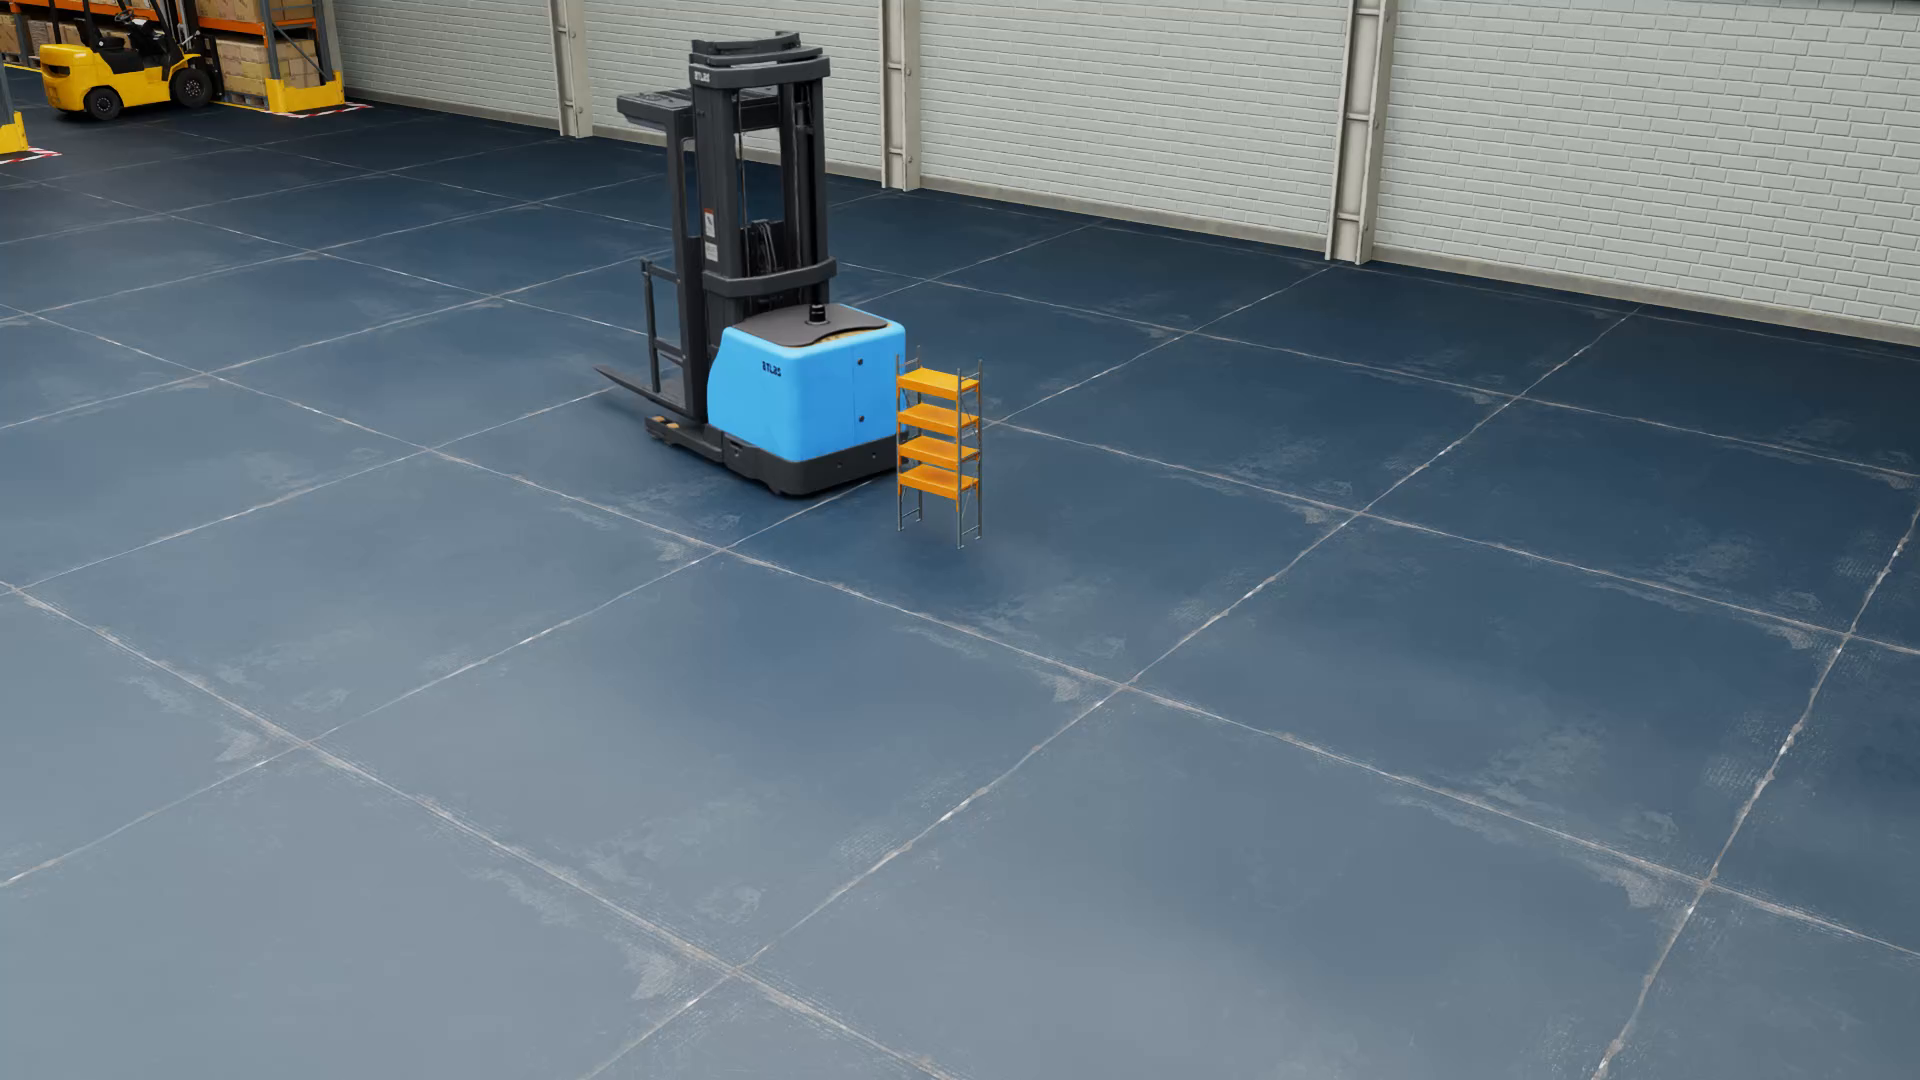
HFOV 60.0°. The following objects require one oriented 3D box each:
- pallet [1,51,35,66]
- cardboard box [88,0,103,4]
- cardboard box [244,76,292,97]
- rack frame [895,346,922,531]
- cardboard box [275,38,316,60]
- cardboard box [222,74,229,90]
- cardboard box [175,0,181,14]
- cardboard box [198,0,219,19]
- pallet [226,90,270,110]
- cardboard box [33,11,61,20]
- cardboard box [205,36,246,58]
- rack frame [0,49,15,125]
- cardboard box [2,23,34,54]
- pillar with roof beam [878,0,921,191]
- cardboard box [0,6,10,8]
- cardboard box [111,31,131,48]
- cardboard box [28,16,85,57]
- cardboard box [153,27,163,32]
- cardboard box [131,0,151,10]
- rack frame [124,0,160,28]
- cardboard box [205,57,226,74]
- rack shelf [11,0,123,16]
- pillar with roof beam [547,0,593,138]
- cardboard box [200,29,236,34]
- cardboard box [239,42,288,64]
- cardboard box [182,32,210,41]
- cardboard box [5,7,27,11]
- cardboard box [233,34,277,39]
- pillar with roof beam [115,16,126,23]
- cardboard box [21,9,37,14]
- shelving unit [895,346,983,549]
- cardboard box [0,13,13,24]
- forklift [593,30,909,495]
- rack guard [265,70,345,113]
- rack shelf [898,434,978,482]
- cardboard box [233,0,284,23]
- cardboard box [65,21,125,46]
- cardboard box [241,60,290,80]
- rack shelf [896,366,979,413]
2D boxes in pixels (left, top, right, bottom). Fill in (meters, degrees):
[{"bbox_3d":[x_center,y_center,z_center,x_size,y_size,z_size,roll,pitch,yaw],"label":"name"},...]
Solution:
[{"bbox_3d":[-17.290,-9.064,31.060,1.213,0.211,1.003,17,29,33],"label":"pallet"},{"bbox_3d":[-14.480,-9.269,28.252,0.500,0.250,0.500,17,29,33],"label":"cardboard box"},{"bbox_3d":[-10.879,-7.159,26.166,0.500,0.250,0.500,17,29,34],"label":"cardboard box"},{"bbox_3d":[-0.328,-0.648,10.733,0.015,1.200,0.240,17,29,33],"label":"rack frame"},{"bbox_3d":[-10.585,-7.782,26.340,0.500,0.250,0.500,16,29,33],"label":"cardboard box"},{"bbox_3d":[-11.666,-7.406,26.727,0.500,0.250,0.500,17,29,34],"label":"cardboard box"},{"bbox_3d":[-12.484,-8.792,26.860,0.500,0.500,0.500,16,29,33],"label":"cardboard box"},{"bbox_3d":[-11.685,-8.545,26.300,0.500,0.500,0.500,16,29,32],"label":"cardboard box"},{"bbox_3d":[-10.951,-7.108,26.621,1.213,0.211,1.003,17,29,33],"label":"pallet"},{"bbox_3d":[-16.946,-9.719,30.864,0.250,0.149,0.380,19,30,36],"label":"cardboard box"},{"bbox_3d":[-11.691,-7.856,26.508,0.500,0.250,0.500,17,29,34],"label":"cardboard box"},{"bbox_3d":[-13.288,-6.611,22.033,0.127,3.000,1.000,17,29,33],"label":"rack frame"},{"bbox_3d":[-17.183,-9.229,30.555,0.500,0.500,0.500,18,29,35],"label":"cardboard box"},{"bbox_3d":[-3.310,-7.127,15.764,0.400,9.000,9.100,17,29,33],"label":"pillar with roof beam"},{"bbox_3d":[-18.203,-10.094,31.713,0.250,0.149,0.380,16,28,31],"label":"cardboard box"},{"bbox_3d":[-13.939,-8.408,28.538,0.625,0.625,0.875,18,30,36],"label":"cardboard box"},{"bbox_3d":[-16.224,-9.098,30.102,0.625,0.625,0.875,18,29,35],"label":"cardboard box"},{"bbox_3d":[-13.316,-8.353,27.638,0.500,0.250,0.500,16,29,33],"label":"cardboard box"},{"bbox_3d":[-13.316,-9.034,27.410,0.500,0.500,0.500,16,28,32],"label":"cardboard box"},{"bbox_3d":[-13.515,-9.180,27.865,0.127,3.000,1.000,17,29,33],"label":"rack frame"},{"bbox_3d":[-11.711,-7.635,26.628,0.500,0.250,0.500,16,28,32],"label":"cardboard box"},{"bbox_3d":[-15.115,-9.335,29.108,4.000,0.370,1.077,17,29,33],"label":"rack shelf"},{"bbox_3d":[-8.111,-8.578,19.057,0.400,9.000,9.100,17,29,33],"label":"pillar with roof beam"},{"bbox_3d":[-12.194,-8.271,27.450,0.500,0.250,0.500,17,29,34],"label":"cardboard box"},{"bbox_3d":[-10.869,-7.615,25.962,0.500,0.250,0.500,18,29,35],"label":"cardboard box"},{"bbox_3d":[-12.508,-8.110,27.085,0.500,0.250,0.500,18,29,35],"label":"cardboard box"},{"bbox_3d":[-17.789,-9.970,31.432,0.250,0.149,0.380,16,28,32],"label":"cardboard box"},{"bbox_3d":[-11.381,-8.026,26.894,0.500,0.250,0.500,17,29,33],"label":"cardboard box"},{"bbox_3d":[-17.713,-11.479,25.643,0.400,9.000,9.100,17,29,33],"label":"pillar with roof beam"},{"bbox_3d":[-17.389,-9.826,31.107,0.250,0.149,0.380,17,29,34],"label":"cardboard box"},{"bbox_3d":[-0.132,-0.589,10.599,0.503,1.200,0.258,17,29,33],"label":"shelving unit"},{"bbox_3d":[-17.499,-9.586,30.562,0.250,0.149,0.380,15,28,31],"label":"cardboard box"},{"bbox_3d":[-1.707,-2.162,12.021,1.130,2.935,3.031,-19,30,-37],"label":"forklift"},{"bbox_3d":[-10.295,-7.063,26.161,0.348,0.500,1.175,17,29,33],"label":"rack guard"},{"bbox_3d":[-0.132,-0.528,10.626,0.480,0.148,0.258,17,29,33],"label":"rack shelf"},{"bbox_3d":[-10.865,-8.293,25.728,0.500,0.500,0.500,16,28,32],"label":"cardboard box"},{"bbox_3d":[-15.158,-8.780,29.380,0.625,0.625,0.875,15,28,31],"label":"cardboard box"},{"bbox_3d":[-10.891,-7.392,26.077,0.500,0.250,0.500,16,29,33],"label":"cardboard box"},{"bbox_3d":[-0.132,-0.949,10.441,0.480,0.148,0.258,17,29,33],"label":"rack shelf"}]
